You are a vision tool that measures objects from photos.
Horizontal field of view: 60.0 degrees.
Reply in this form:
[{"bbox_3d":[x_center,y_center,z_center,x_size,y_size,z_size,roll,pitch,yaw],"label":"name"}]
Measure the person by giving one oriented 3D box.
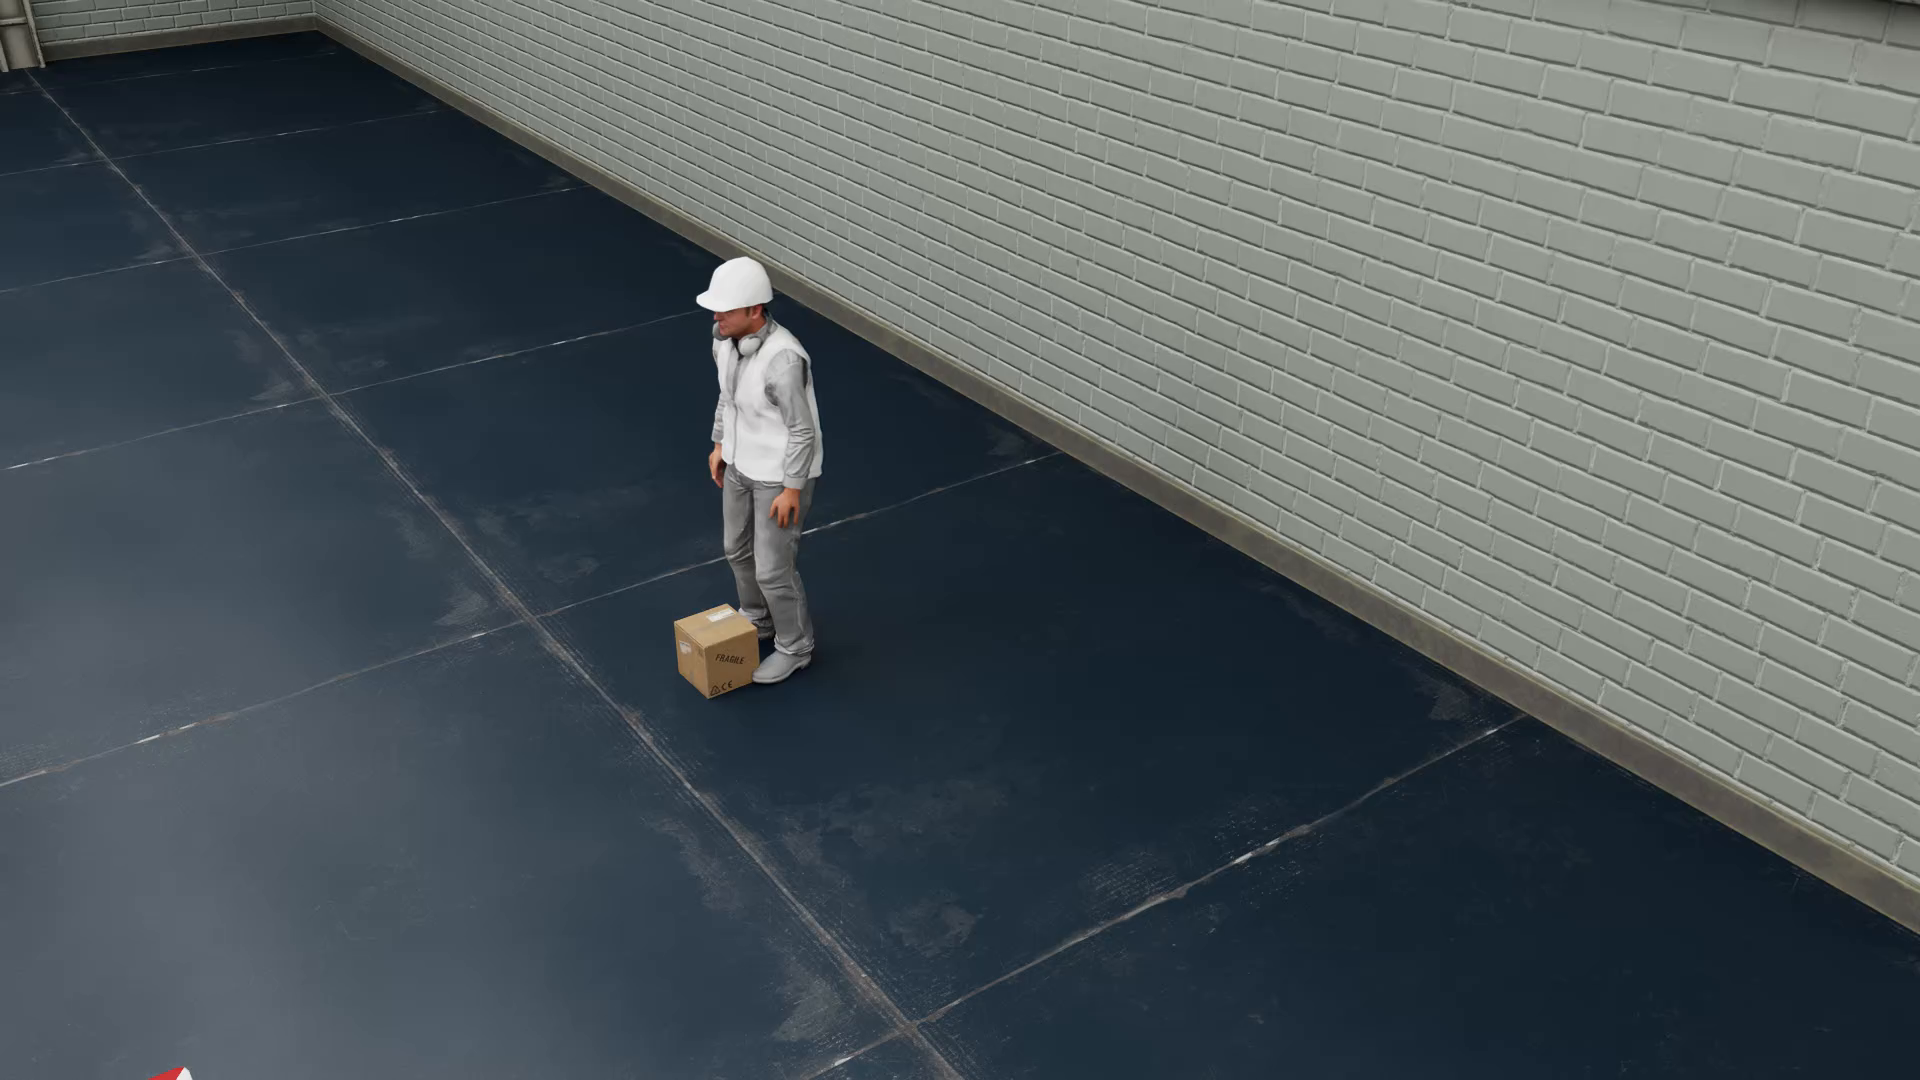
[{"bbox_3d":[-0.788,-0.284,6.620,0.458,1.773,0.591,-20,34,-33],"label":"person"}]
